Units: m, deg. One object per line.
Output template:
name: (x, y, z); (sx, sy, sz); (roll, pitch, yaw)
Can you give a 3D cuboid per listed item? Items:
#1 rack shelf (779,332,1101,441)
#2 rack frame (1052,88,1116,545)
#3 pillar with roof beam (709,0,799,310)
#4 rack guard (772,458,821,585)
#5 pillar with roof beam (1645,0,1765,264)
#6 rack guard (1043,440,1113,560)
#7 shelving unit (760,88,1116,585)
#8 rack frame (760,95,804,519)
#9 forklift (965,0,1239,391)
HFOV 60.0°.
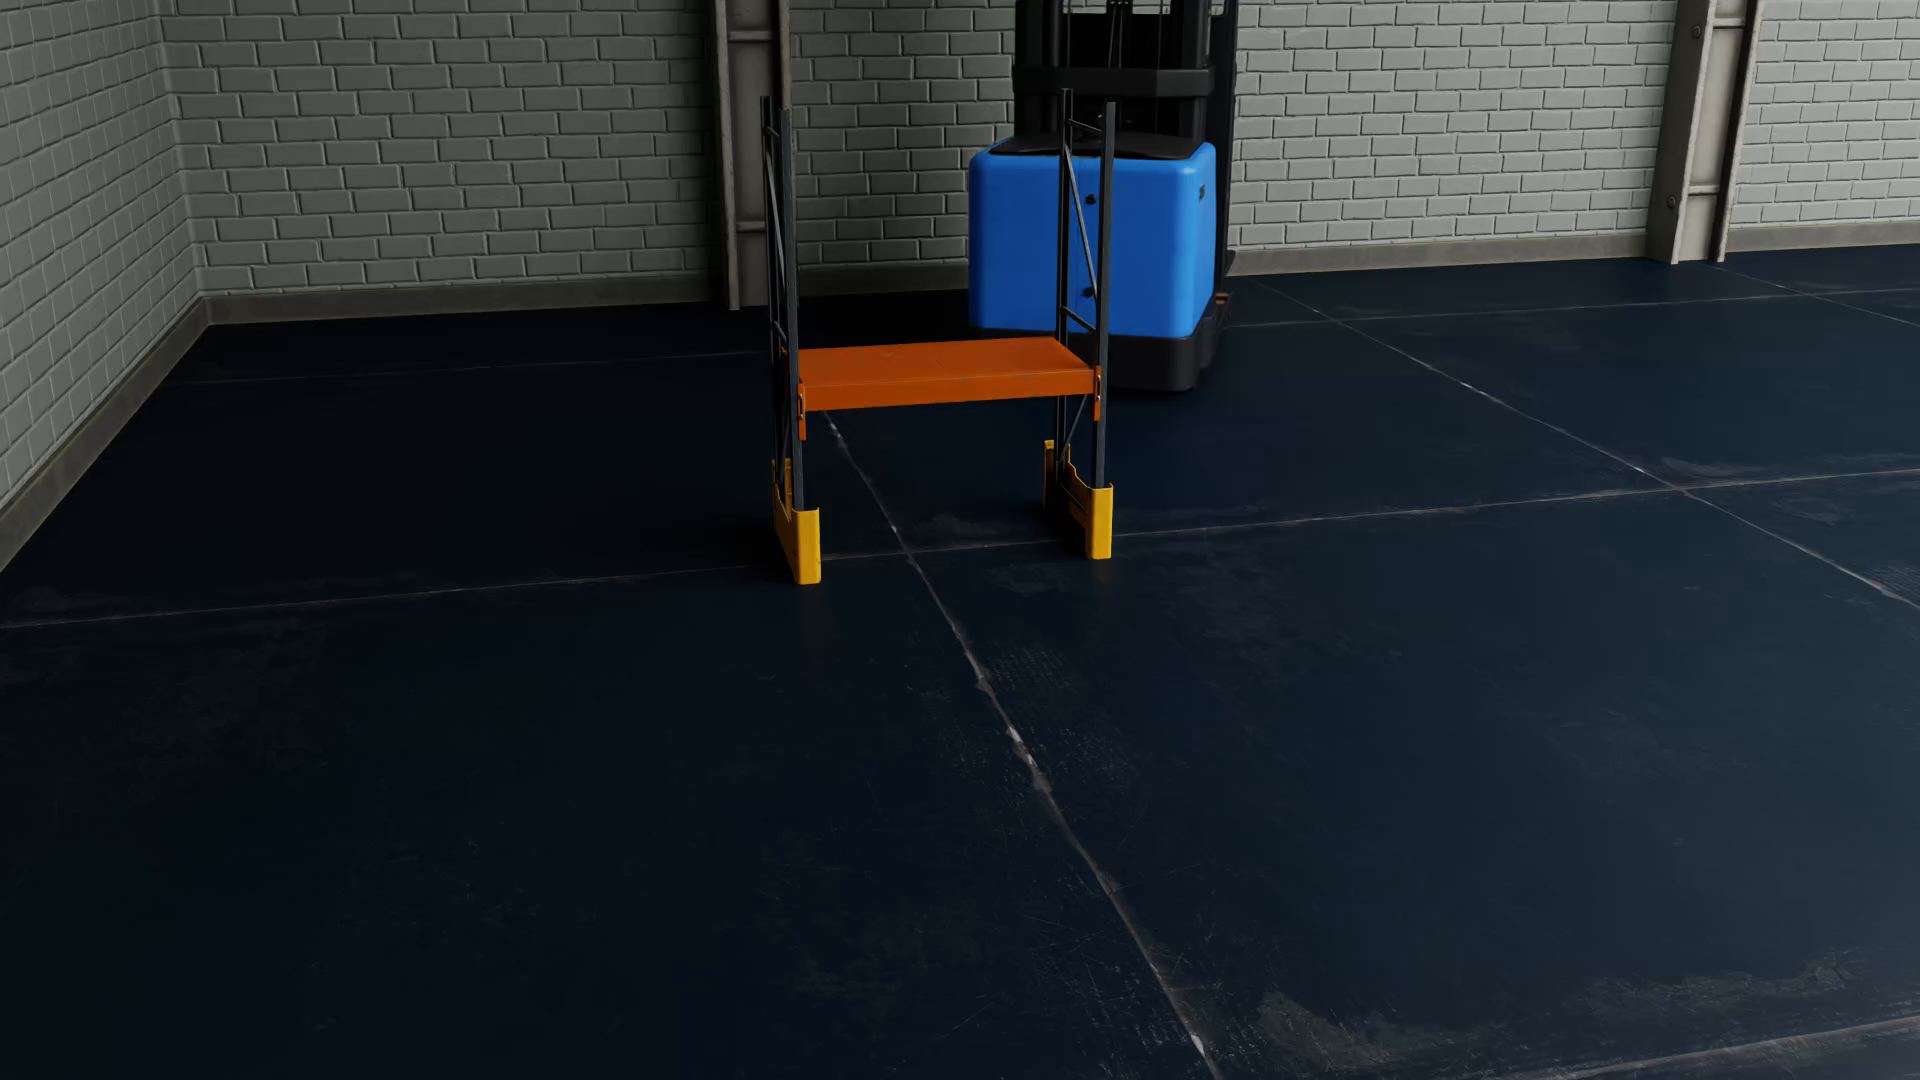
rack shelf: (-0.083, -0.529, 5.600); (1.000, 0.185, 0.538); (-5, 21, -12)
rack frame: (0.412, -0.738, 5.648); (0.032, 1.500, 0.500); (-5, 21, -12)
pillar with roof beam: (-0.147, -4.141, 4.037); (0.400, 9.000, 9.100); (-5, 21, -12)
rack guard: (-0.559, -0.072, 5.648); (0.087, 0.250, 0.587); (-5, 21, -12)
pillar with roof beam: (5.692, -4.616, 5.334); (0.400, 9.000, 9.100); (-5, 21, -12)
rack guard: (0.410, -0.151, 5.863); (0.087, 0.250, 0.587); (-5, 21, -12)
shelving unit: (-0.074, -0.698, 5.540); (1.083, 1.500, 0.587); (-5, 21, -12)
rack frame: (-0.578, -0.657, 5.428); (0.032, 1.500, 0.500); (-5, 21, -12)
forklift: (0.870, -2.512, 8.410); (1.130, 2.935, 3.031); (5, 21, 13)
